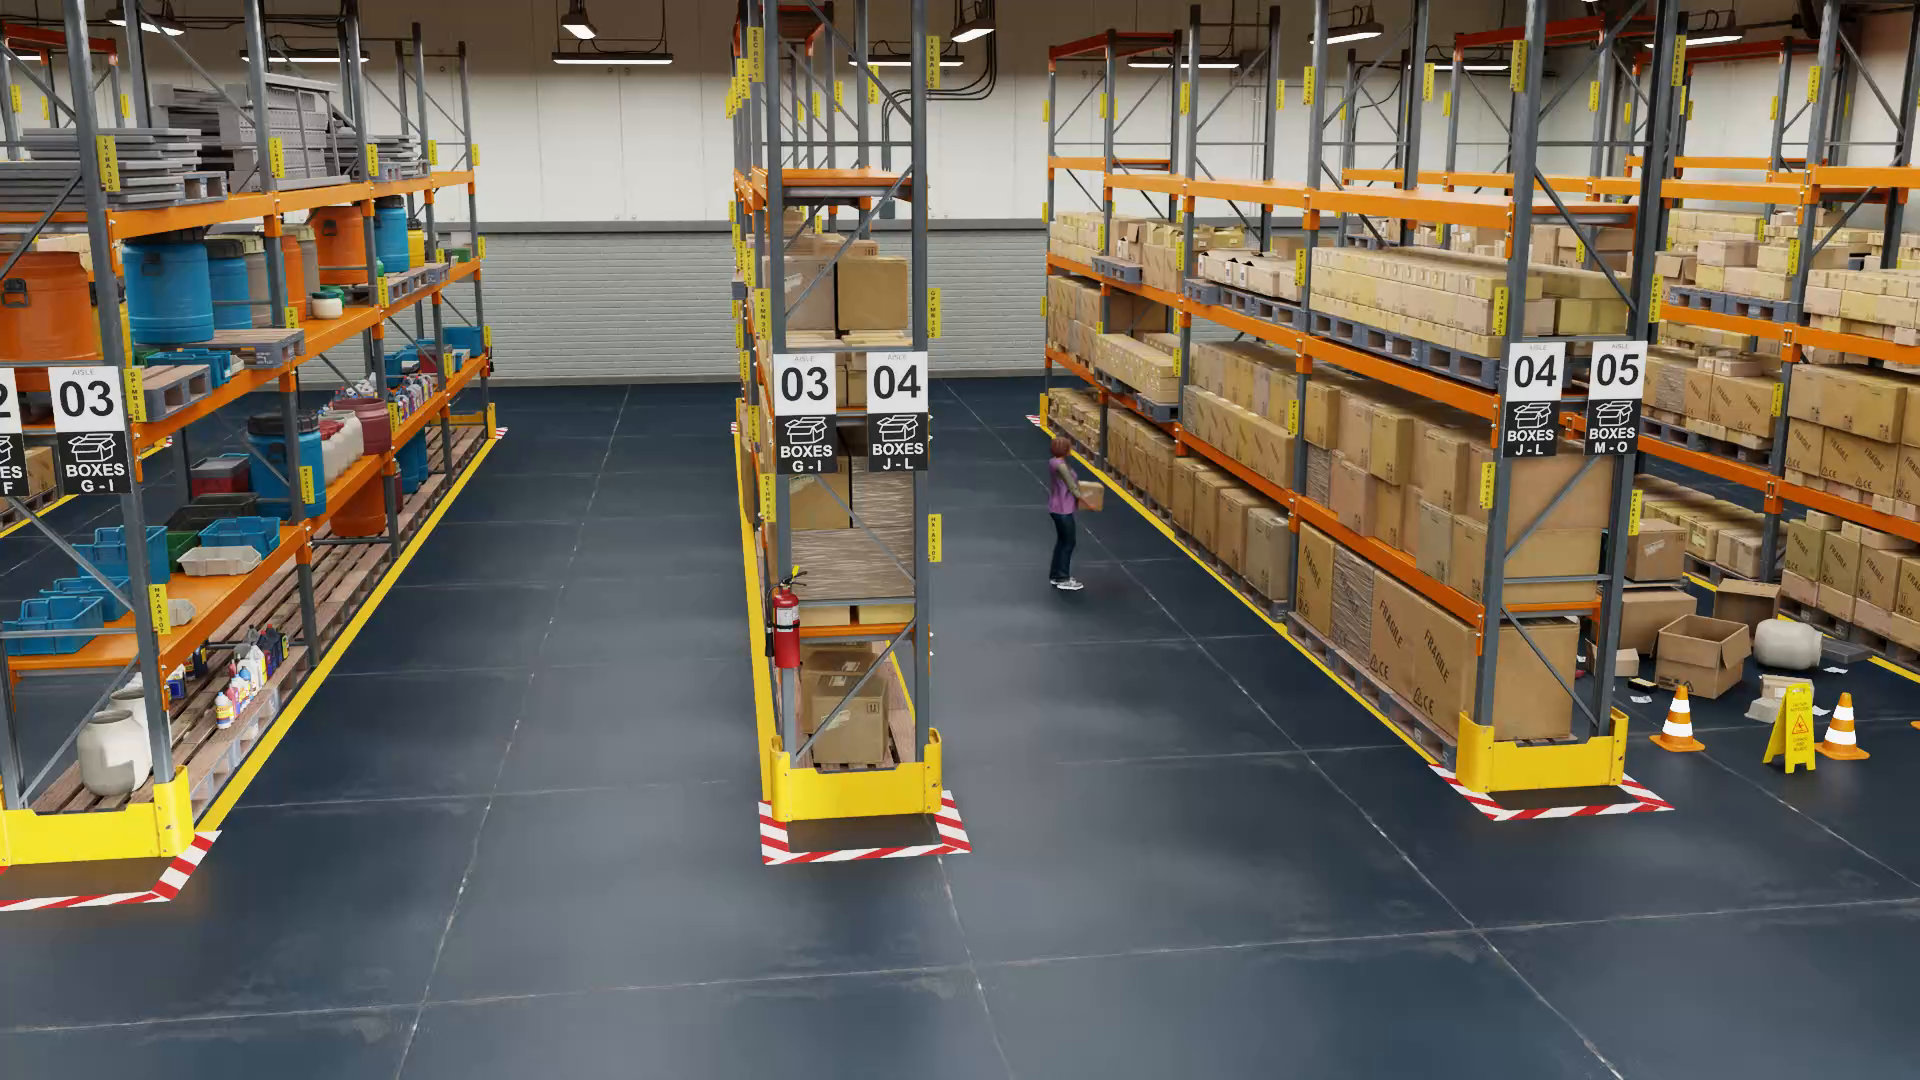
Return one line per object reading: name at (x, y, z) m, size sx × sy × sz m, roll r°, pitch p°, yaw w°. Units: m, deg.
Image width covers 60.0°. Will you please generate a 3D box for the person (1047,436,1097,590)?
person at (1.153, -0.289, 17.231) m, size 0.490 × 1.596 × 0.404 m, roll -2°, pitch 14°, yaw -8°
